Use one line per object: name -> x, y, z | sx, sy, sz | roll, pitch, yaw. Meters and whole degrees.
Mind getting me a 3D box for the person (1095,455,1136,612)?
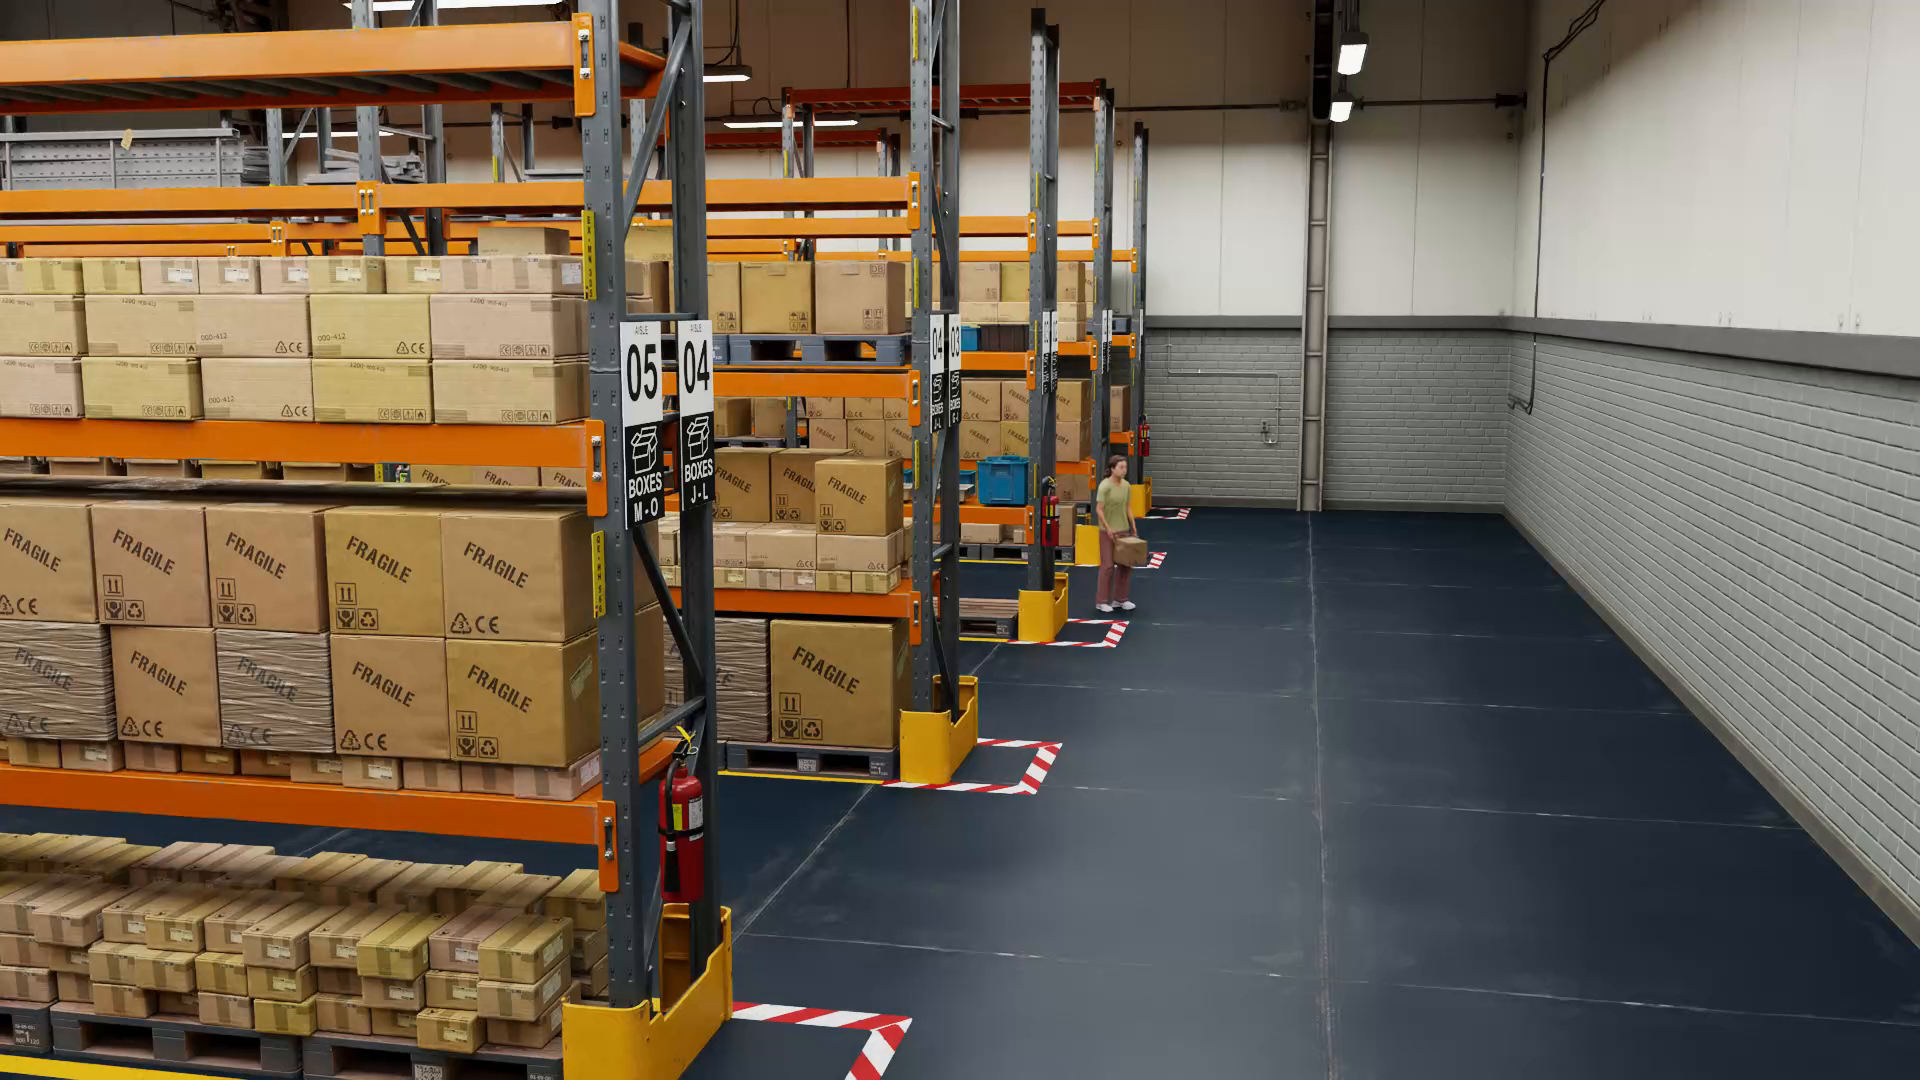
person -> 1.680, -0.081, 17.889 | 0.484, 1.675, 0.361 | -6, 10, -35
